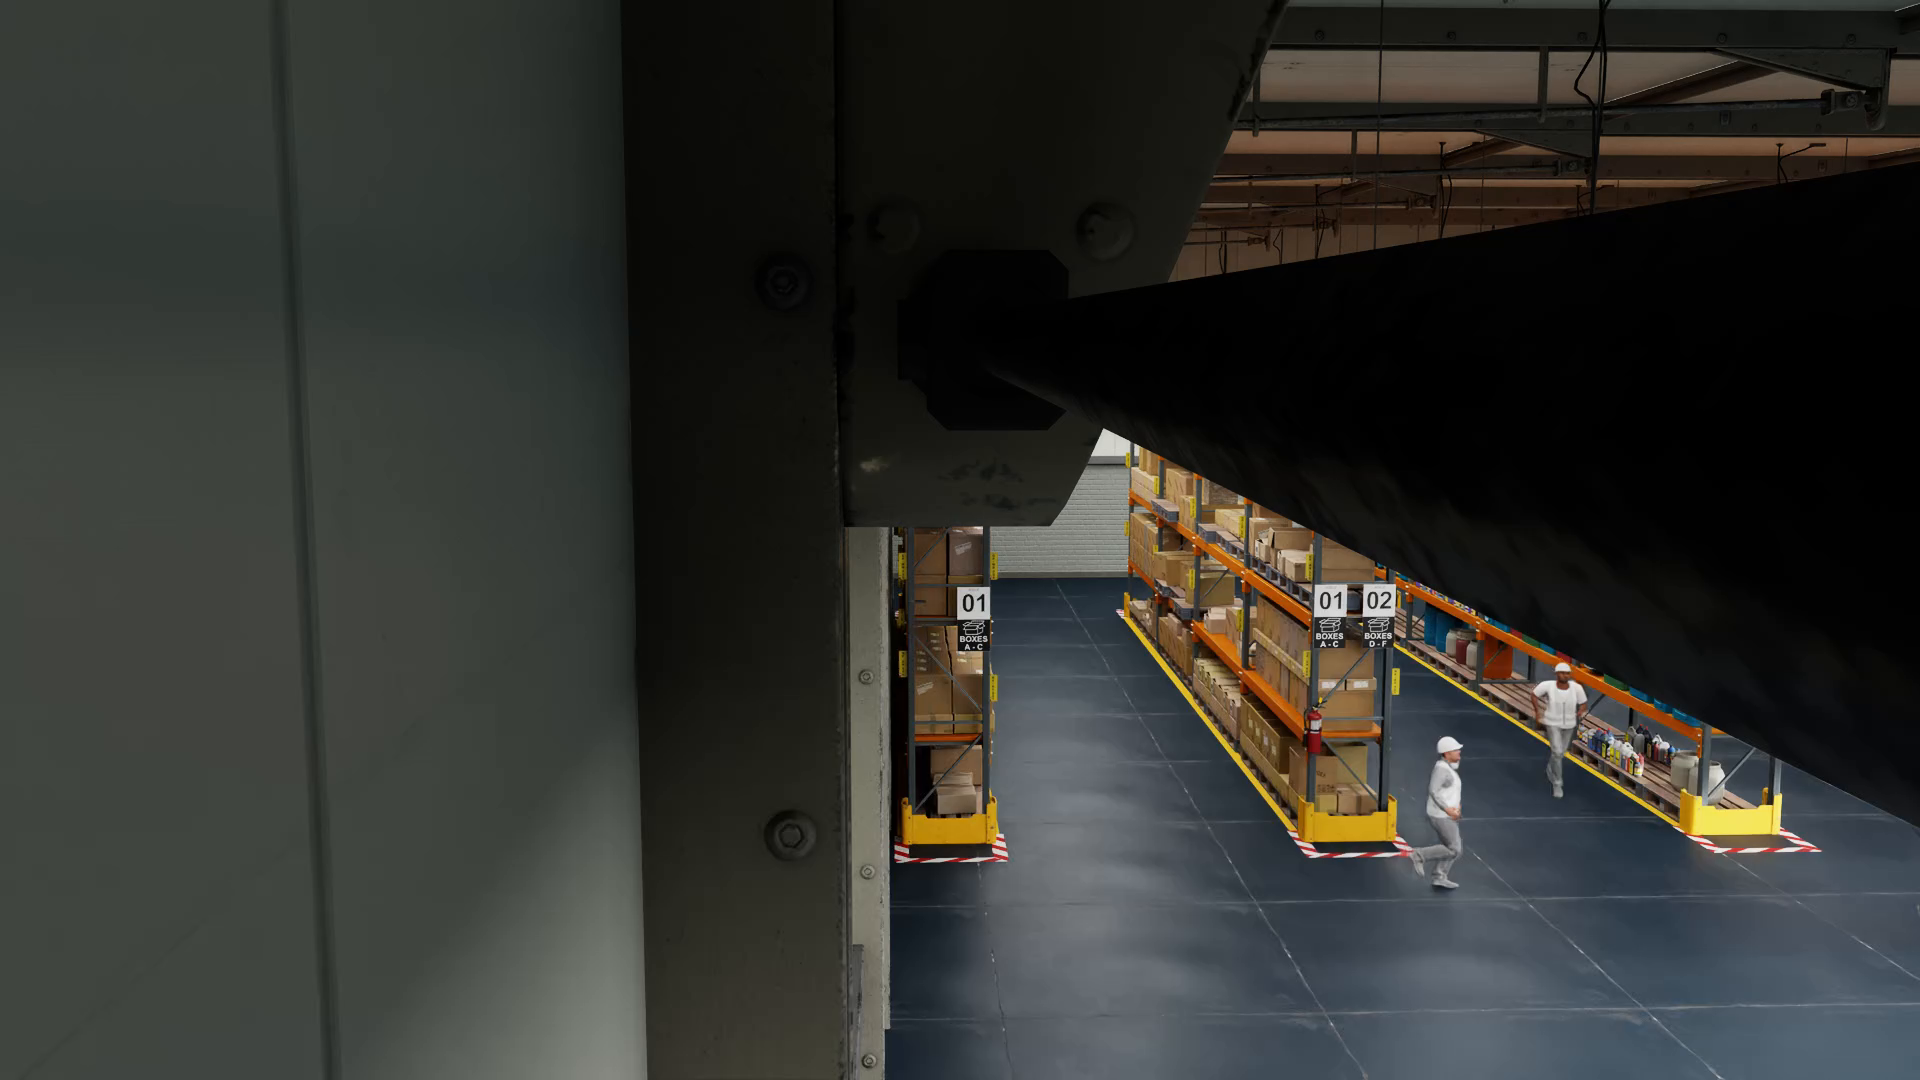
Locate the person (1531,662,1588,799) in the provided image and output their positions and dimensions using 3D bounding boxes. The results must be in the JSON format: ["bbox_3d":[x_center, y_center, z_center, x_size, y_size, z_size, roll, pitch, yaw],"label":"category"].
[{"bbox_3d":[8.209,2.551,22.729,0.685,1.807,0.848,0,7,-1],"label":"person"}]

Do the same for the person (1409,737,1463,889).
[{"bbox_3d":[5.404,3.080,18.851,0.569,1.739,0.652,2,8,17],"label":"person"}]
